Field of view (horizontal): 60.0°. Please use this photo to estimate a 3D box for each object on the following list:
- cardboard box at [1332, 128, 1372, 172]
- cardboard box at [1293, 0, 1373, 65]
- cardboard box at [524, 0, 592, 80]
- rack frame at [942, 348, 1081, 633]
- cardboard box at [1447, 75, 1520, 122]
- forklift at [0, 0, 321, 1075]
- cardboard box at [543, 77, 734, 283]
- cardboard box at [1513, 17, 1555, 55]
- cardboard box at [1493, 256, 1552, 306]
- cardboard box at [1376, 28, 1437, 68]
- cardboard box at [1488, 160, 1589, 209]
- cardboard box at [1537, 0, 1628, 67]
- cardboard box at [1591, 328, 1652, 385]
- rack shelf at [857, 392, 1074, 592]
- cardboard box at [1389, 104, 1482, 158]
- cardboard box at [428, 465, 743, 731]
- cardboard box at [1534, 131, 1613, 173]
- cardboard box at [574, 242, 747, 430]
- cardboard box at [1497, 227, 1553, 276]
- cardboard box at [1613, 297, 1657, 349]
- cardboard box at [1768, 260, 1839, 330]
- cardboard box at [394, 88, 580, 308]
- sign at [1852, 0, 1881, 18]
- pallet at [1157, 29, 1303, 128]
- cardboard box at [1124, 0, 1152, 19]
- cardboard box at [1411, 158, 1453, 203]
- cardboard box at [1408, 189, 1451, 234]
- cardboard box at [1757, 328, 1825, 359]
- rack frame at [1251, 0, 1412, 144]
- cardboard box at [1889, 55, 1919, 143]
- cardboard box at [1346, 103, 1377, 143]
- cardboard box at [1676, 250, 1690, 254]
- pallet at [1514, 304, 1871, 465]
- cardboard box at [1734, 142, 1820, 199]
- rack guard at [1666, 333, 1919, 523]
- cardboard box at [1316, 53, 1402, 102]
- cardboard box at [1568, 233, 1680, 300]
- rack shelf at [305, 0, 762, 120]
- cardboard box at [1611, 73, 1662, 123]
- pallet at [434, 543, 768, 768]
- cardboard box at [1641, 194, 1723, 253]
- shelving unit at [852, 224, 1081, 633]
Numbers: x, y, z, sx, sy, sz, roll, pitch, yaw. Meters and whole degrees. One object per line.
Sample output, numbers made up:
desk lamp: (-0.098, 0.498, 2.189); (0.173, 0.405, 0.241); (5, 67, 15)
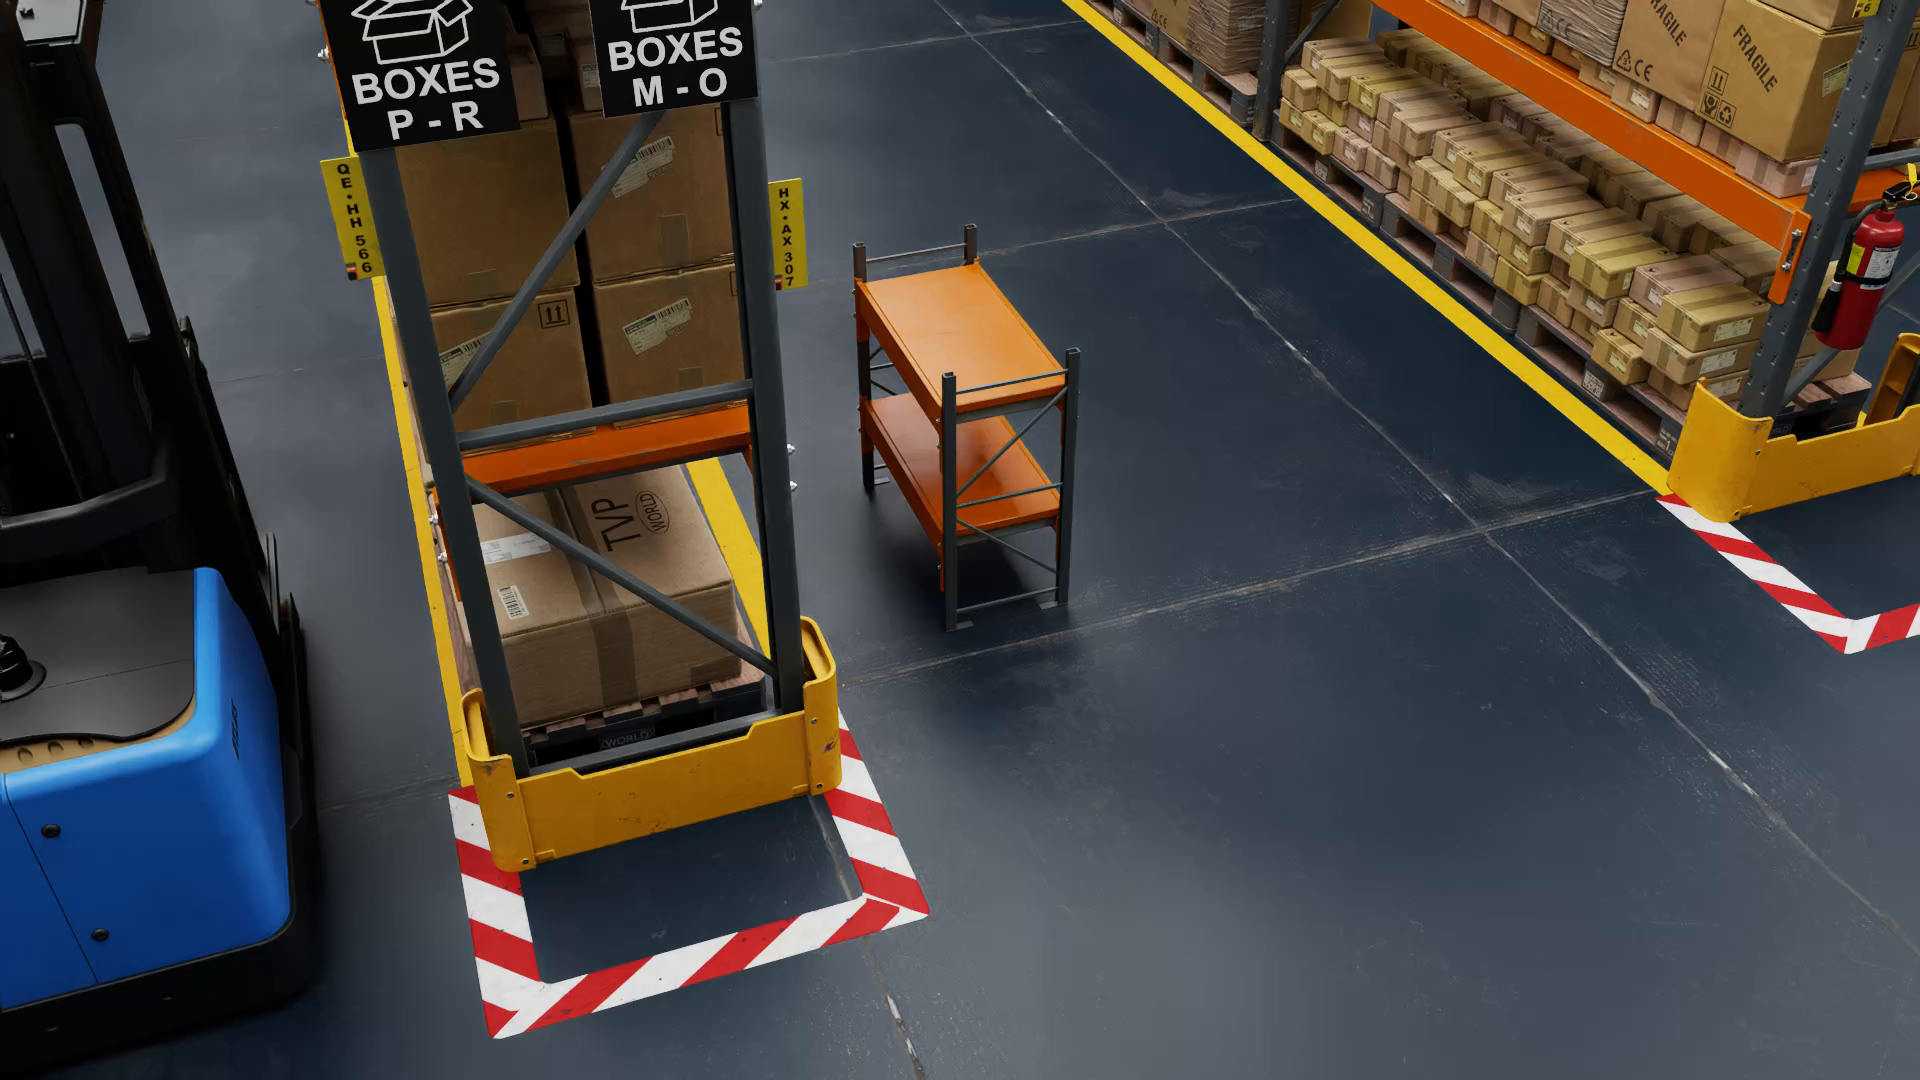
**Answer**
cardboard box: (2.287, -2.169, 9.156); (0.380, 0.149, 0.250); (-13, 39, -16)
cardboard box: (2.232, -3.334, 10.411); (0.500, 0.500, 0.500); (-11, 38, -14)
cardboard box: (-1.019, -1.440, 4.715); (0.380, 0.149, 0.250); (-12, 38, -15)
rack frame: (0.177, -0.158, 6.025); (0.500, 1.125, 0.032); (-12, 39, -16)
cardboard box: (2.838, -2.373, 8.934); (0.380, 0.149, 0.250); (-11, 38, -14)
forklift: (-2.906, -0.540, 5.031); (1.130, 2.935, 3.031); (-13, 39, -16)
cardboard box: (-0.897, -1.120, 4.829); (0.500, 0.500, 0.500); (-13, 39, -17)
cardboard box: (2.769, -2.350, 7.585); (0.380, 0.149, 0.250); (-12, 39, -15)
cardboard box: (2.799, -1.275, 7.970); (0.380, 0.149, 0.250); (-14, 39, -18)
cardboard box: (2.604, -2.811, 9.515); (0.380, 0.149, 0.250); (-11, 38, -15)
cardboard box: (2.792, -1.691, 8.028); (0.380, 0.149, 0.250); (-14, 39, -17)
cardboard box: (2.862, -2.368, 7.070); (0.500, 0.500, 0.500); (-12, 39, -16)
cardboard box: (3.053, -0.840, 7.392); (0.380, 0.149, 0.250); (-11, 38, -15)
rack shelf: (0.002, -0.250, 6.554); (0.538, 0.278, 1.000); (-12, 39, -16)
cardboard box: (2.456, -2.117, 8.594); (0.380, 0.149, 0.250); (-12, 39, -15)
cardboard box: (-1.320, 0.153, 5.834); (0.875, 0.438, 0.875); (-14, 39, -17)
cardboard box: (3.105, -1.927, 8.341); (0.380, 0.149, 0.250); (-12, 39, -16)
cardboard box: (-0.895, -0.721, 5.131); (0.500, 0.500, 0.500); (-13, 39, -16)
cardboard box: (2.793, -1.402, 7.892); (0.380, 0.149, 0.250); (-12, 39, -15)
cardboard box: (3.125, -0.978, 7.328); (0.380, 0.149, 0.250); (-13, 39, -17)
cardboard box: (3.752, -1.065, 7.197); (0.380, 0.149, 0.250); (-14, 39, -18)
cardboard box: (-1.389, -1.013, 4.687); (0.500, 0.500, 0.500); (-11, 38, -14)
sign: (3.086, -1.917, 5.577); (0.100, 0.325, 0.005); (-12, 39, -16)
pallet: (1.968, -3.018, 10.581); (1.003, 0.211, 1.213); (-12, 39, -16)
cardboard box: (1.397, -3.808, 11.040); (0.500, 0.500, 0.500); (-13, 39, -17)
cardboard box: (2.541, -1.845, 8.480); (0.380, 0.149, 0.250); (-13, 39, -16)
cardboard box: (2.545, -1.724, 8.566); (0.380, 0.149, 0.250); (-13, 39, -17)
cardboard box: (3.674, -0.929, 7.264); (0.380, 0.149, 0.250); (-11, 38, -14)
rack frame: (2.237, -3.692, 9.158); (1.000, 3.000, 0.127); (-12, 39, -16)
cardboard box: (3.719, -1.902, 6.451); (0.500, 0.500, 0.500); (-11, 38, -14)
cardboard box: (2.350, -2.314, 9.102); (0.380, 0.149, 0.250); (-13, 39, -16)
cardboard box: (3.479, -1.383, 7.866); (0.380, 0.149, 0.250); (-11, 38, -15)
pallet: (3.341, -0.828, 7.673); (1.003, 0.211, 1.213); (-12, 39, -16)
cardboard box: (3.236, -1.458, 6.401); (0.380, 0.149, 0.250); (-12, 39, -16)
rack guard: (3.588, -0.477, 6.967); (1.175, 0.500, 0.348); (-12, 39, -16)
cardboard box: (2.200, -2.553, 9.172); (0.380, 0.149, 0.250); (-11, 38, -14)
cardboard box: (2.953, -1.219, 7.402); (0.380, 0.149, 0.250); (-13, 39, -17)
rack shelf: (-1.688, -2.391, 5.536); (1.077, 0.370, 4.000); (-12, 39, -16)
cardboard box: (2.976, -1.884, 6.966); (0.380, 0.149, 0.250); (-11, 38, -15)
pallet: (-1.348, 0.328, 6.139); (1.003, 0.211, 1.213); (-12, 39, -16)
cardboard box: (3.415, -1.488, 7.758); (0.380, 0.149, 0.250); (-14, 39, -18)
shelving unit: (0.002, -0.445, 6.407); (0.538, 1.125, 1.048); (-12, 39, -16)
